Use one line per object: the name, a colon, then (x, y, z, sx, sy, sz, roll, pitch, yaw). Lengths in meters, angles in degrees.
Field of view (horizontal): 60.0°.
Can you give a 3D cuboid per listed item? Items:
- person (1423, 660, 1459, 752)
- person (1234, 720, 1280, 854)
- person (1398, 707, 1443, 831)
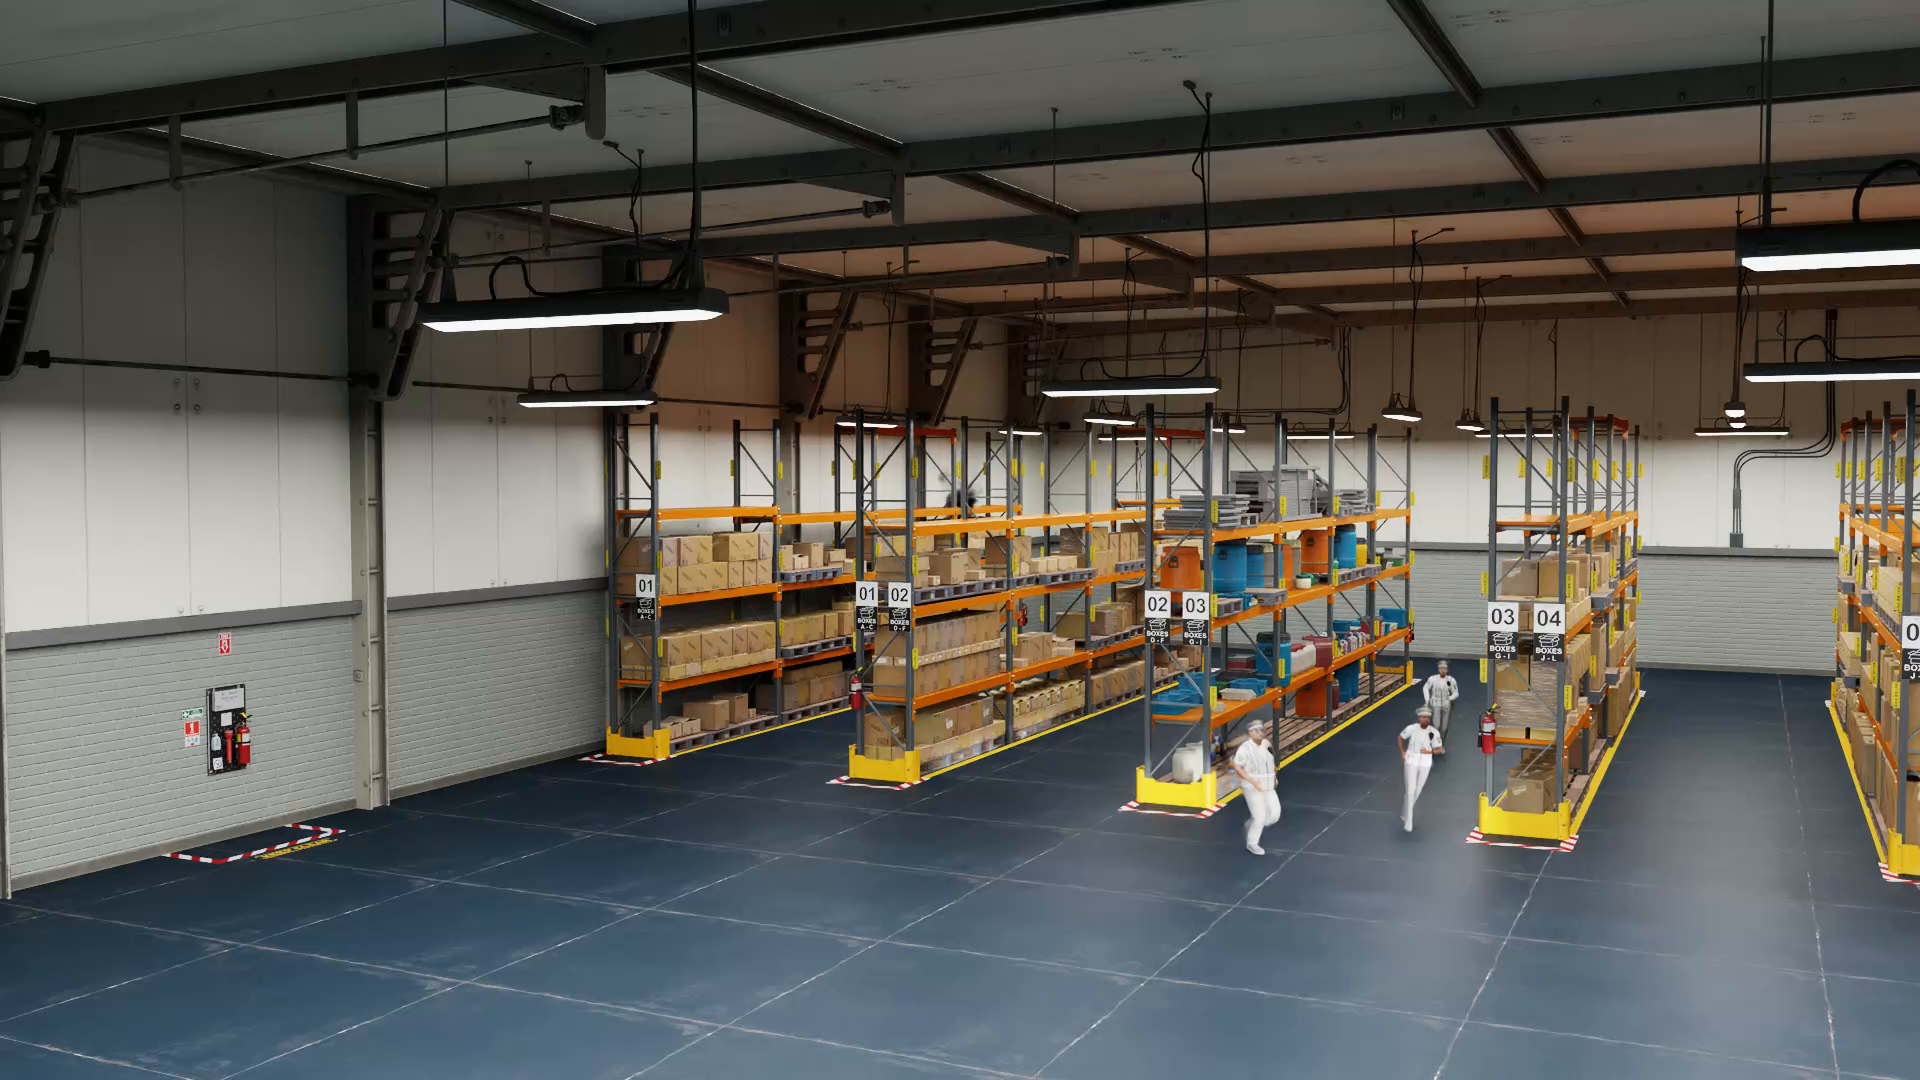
person: (8.457, 2.930, 29.221, 0.583, 1.646, 0.700, 0, 2, 11)
person: (3.909, 3.221, 21.793, 0.667, 1.746, 0.545, -1, 3, -32)
person: (6.481, 3.195, 23.419, 0.575, 1.737, 0.817, 0, 2, 4)
